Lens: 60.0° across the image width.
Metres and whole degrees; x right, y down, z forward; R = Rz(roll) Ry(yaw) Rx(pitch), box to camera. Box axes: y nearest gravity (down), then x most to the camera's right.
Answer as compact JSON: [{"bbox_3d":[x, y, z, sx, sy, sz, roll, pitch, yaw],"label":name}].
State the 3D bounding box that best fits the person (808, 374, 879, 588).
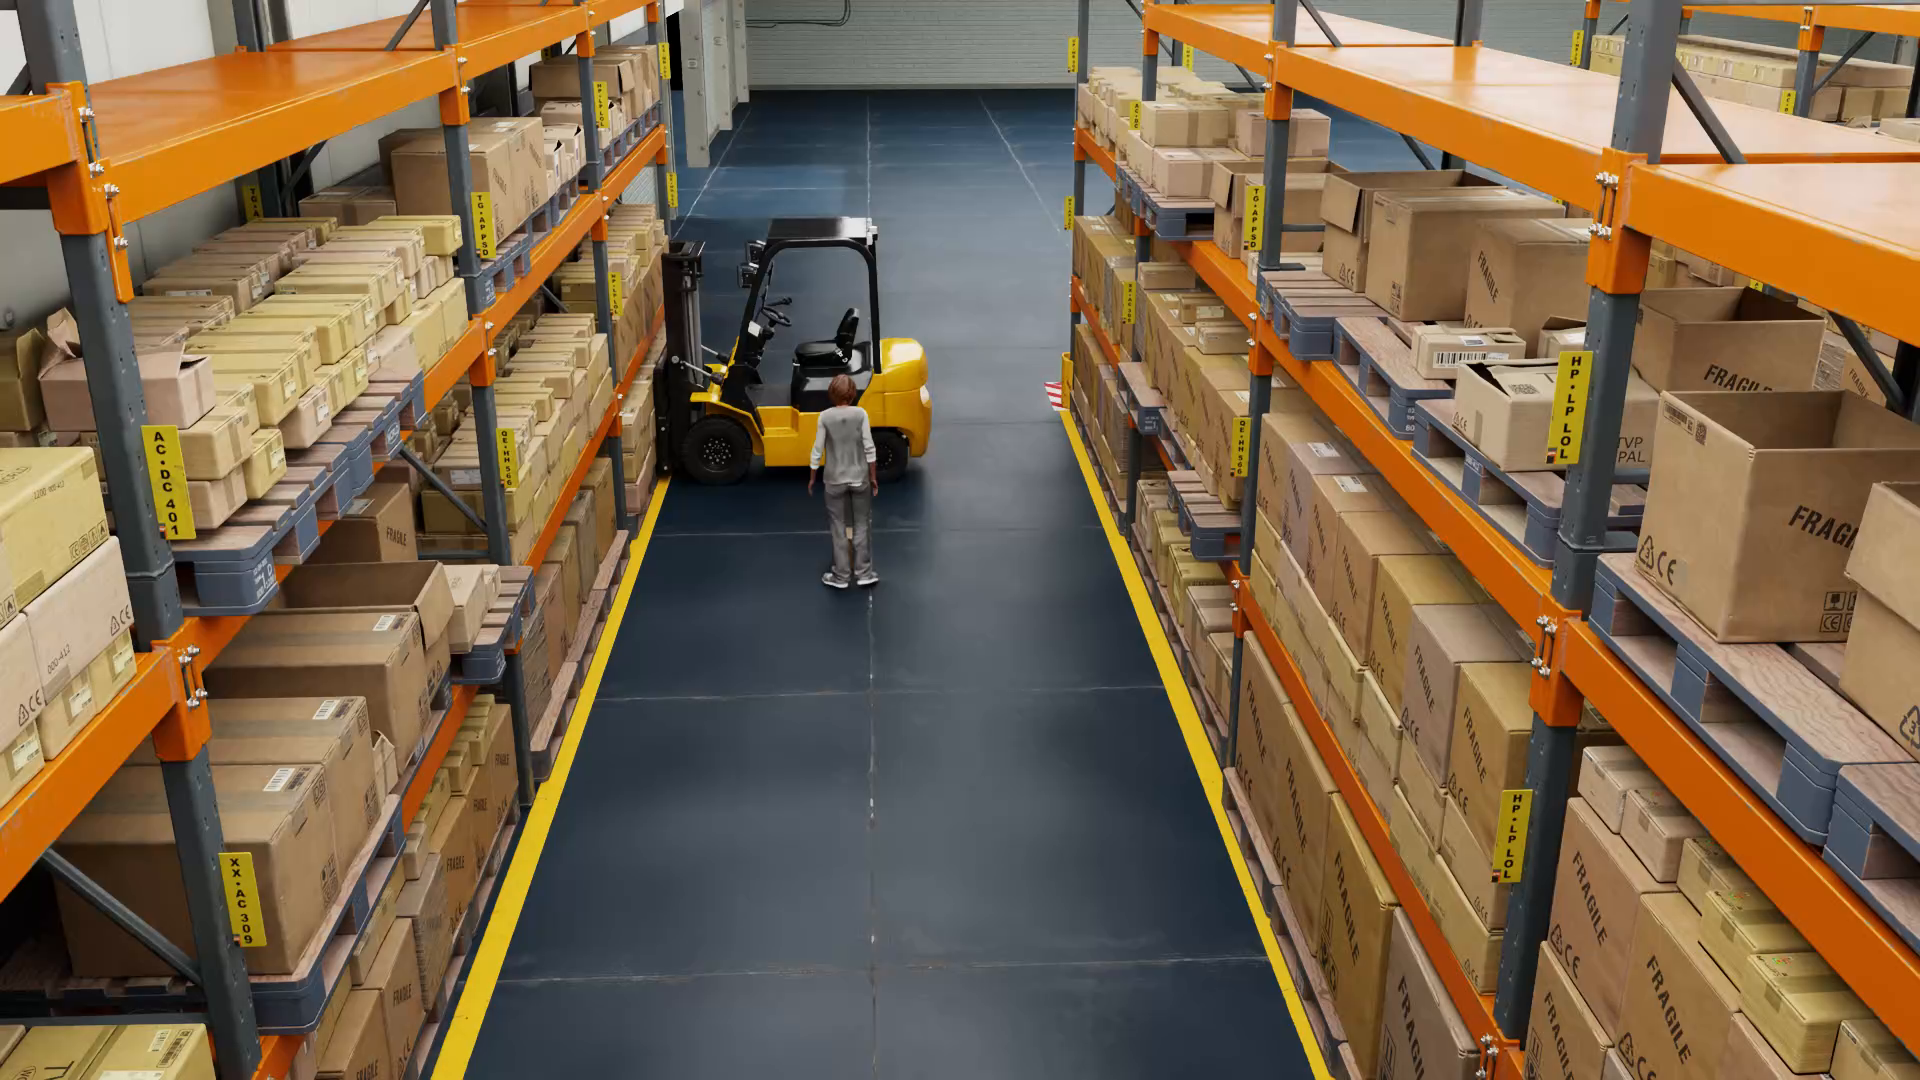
[{"bbox_3d":[-0.844,-0.409,12.150,0.511,1.613,0.326,-5,21,-12],"label":"person"}]
